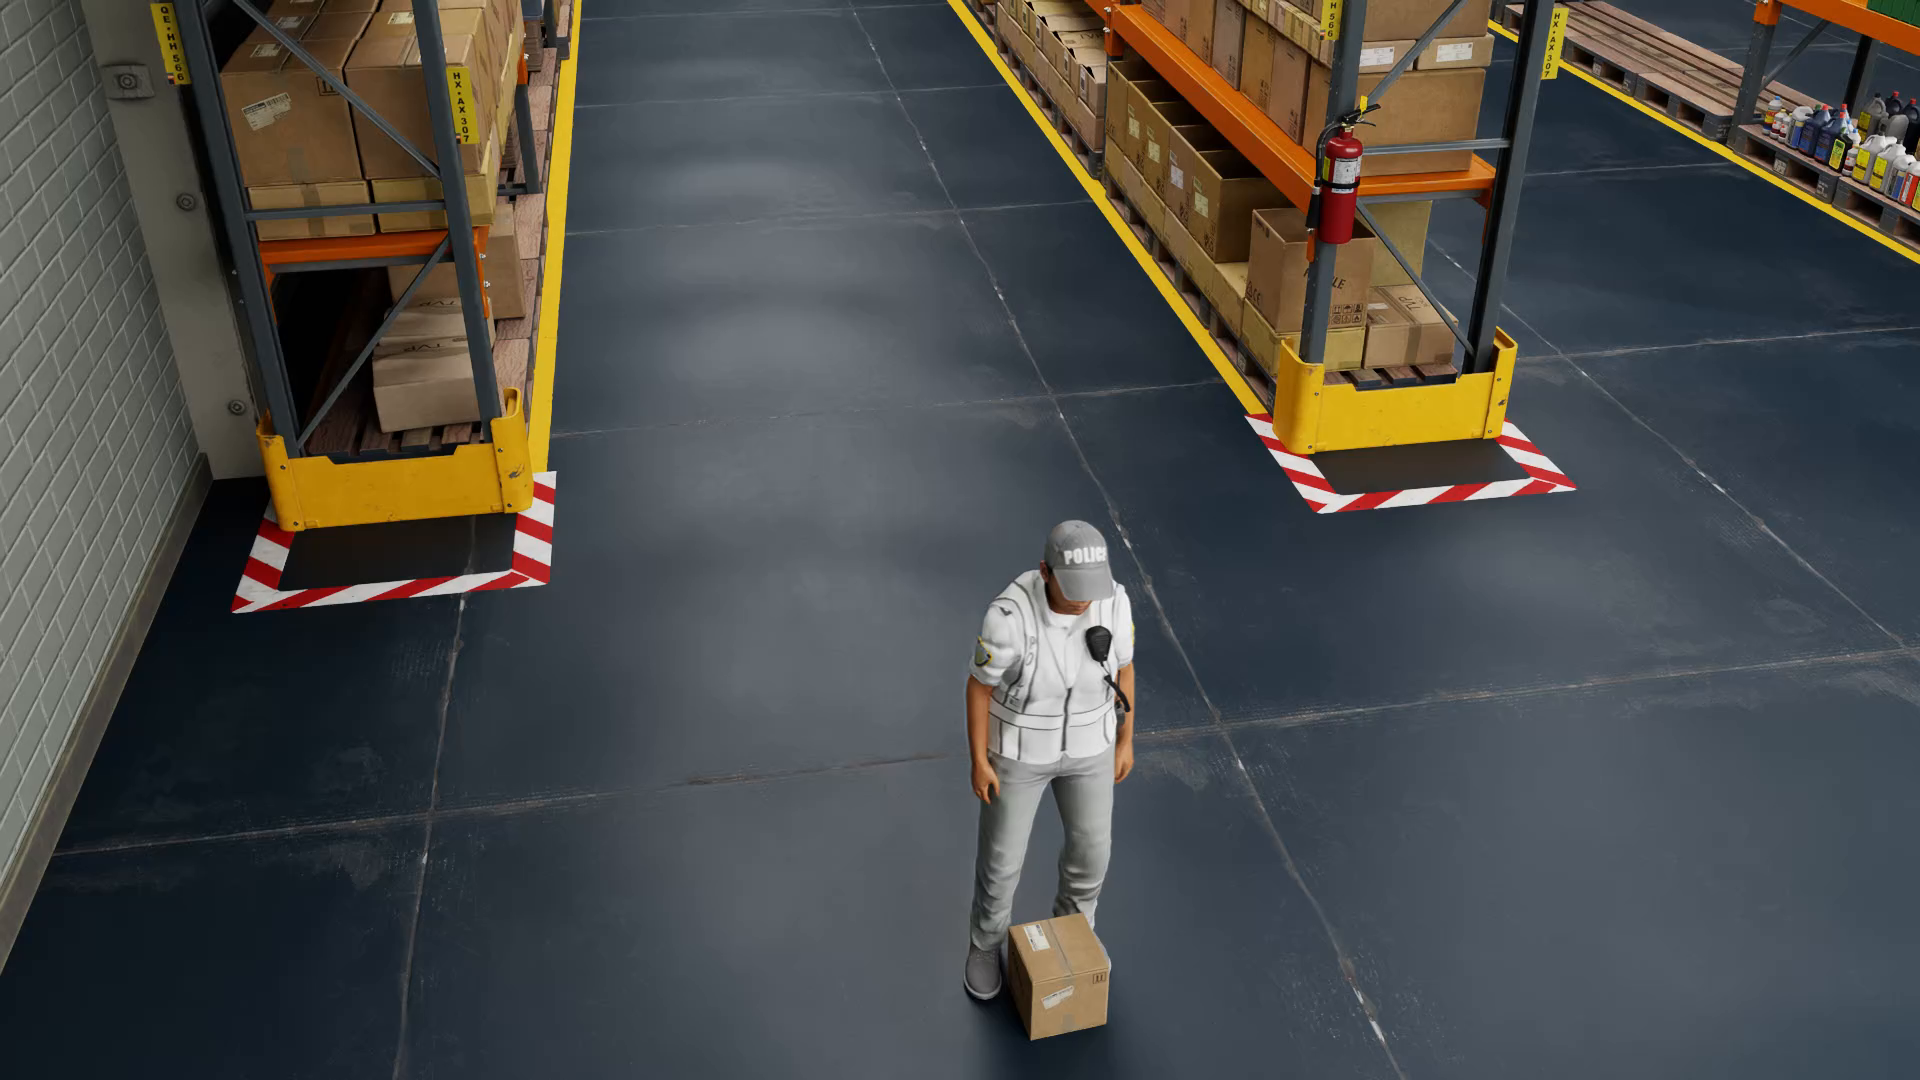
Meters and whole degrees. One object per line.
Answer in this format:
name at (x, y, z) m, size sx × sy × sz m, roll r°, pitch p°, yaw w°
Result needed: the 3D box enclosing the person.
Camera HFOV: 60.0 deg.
person at (0.269, 0.650, 5.039) m, size 0.560 × 1.665 × 0.470 m, roll -7°, pitch 32°, yaw -12°
